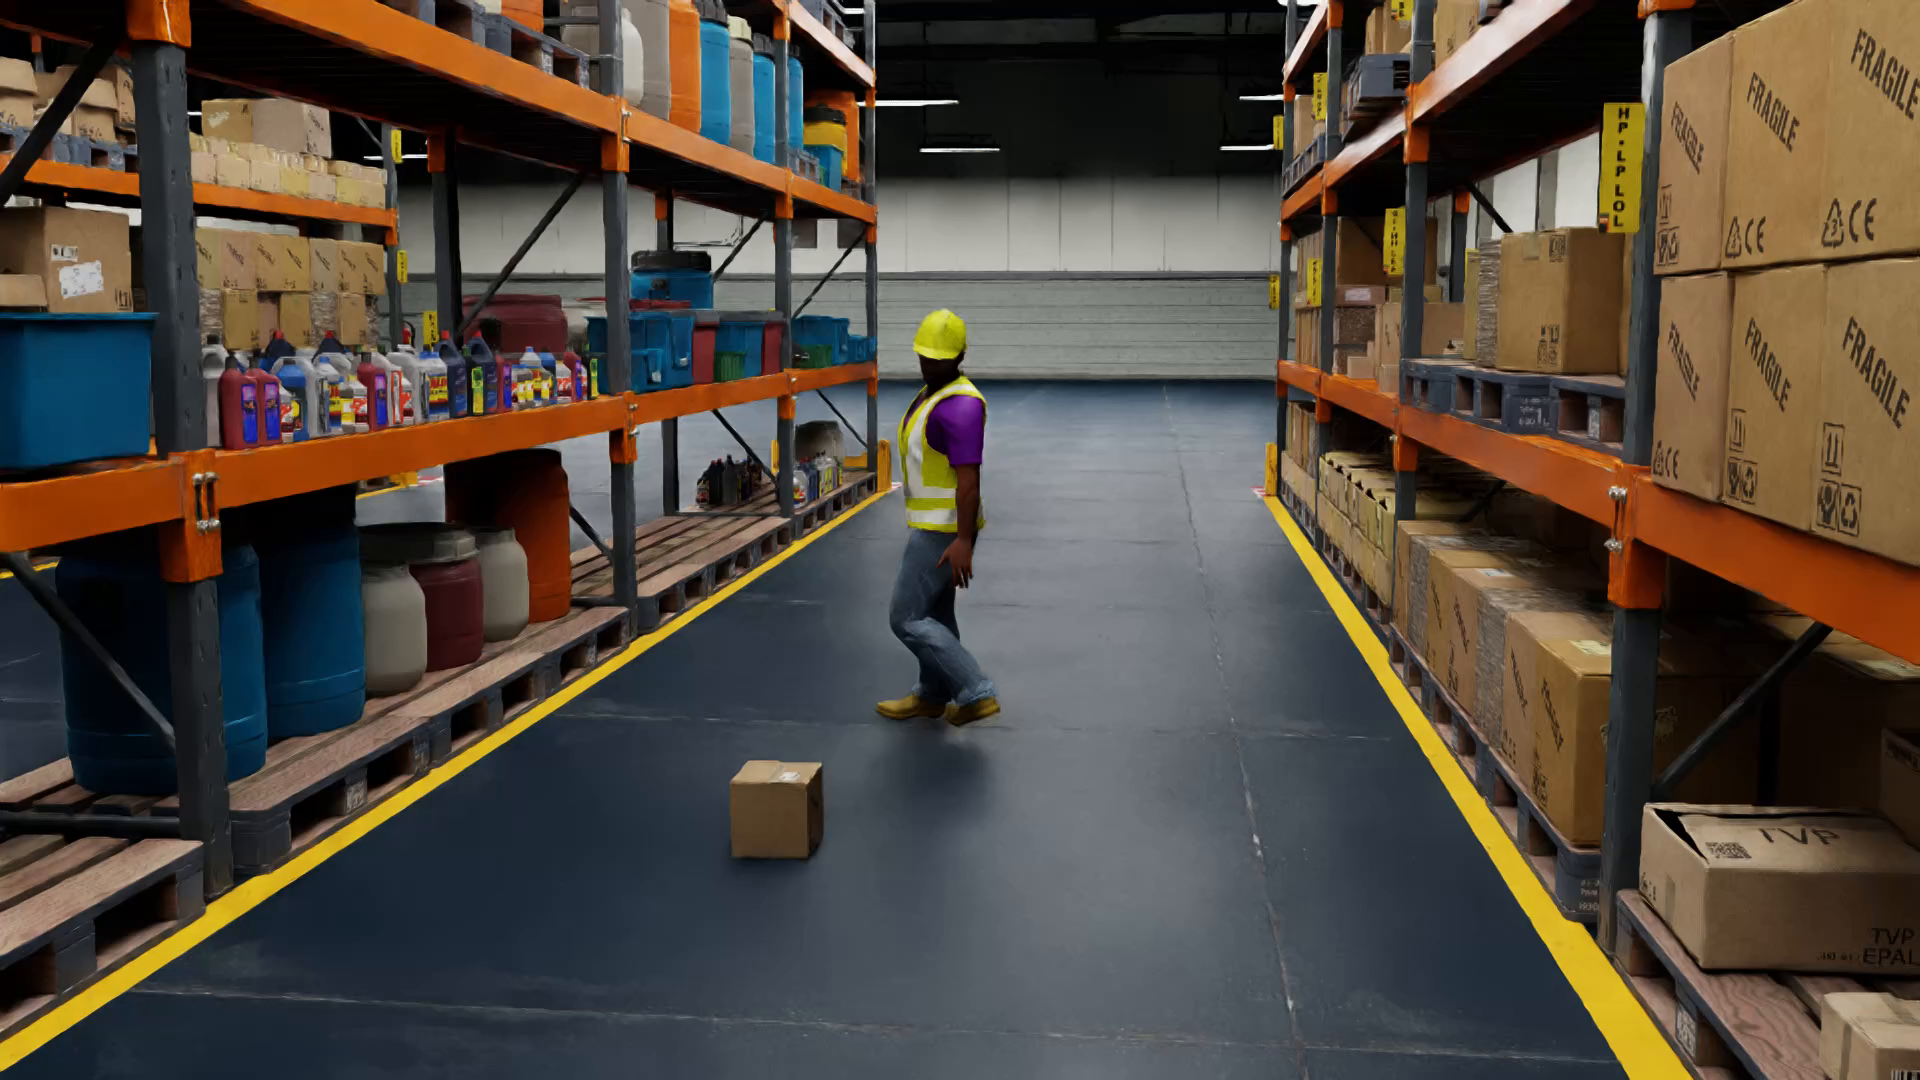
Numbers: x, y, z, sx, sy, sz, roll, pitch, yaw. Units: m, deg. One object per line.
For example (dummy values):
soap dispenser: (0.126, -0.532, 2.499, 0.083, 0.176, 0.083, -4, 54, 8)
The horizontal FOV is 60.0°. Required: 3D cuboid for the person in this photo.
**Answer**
person: (-0.100, -0.066, 6.769, 0.523, 1.733, 0.684, 0, 8, 0)
